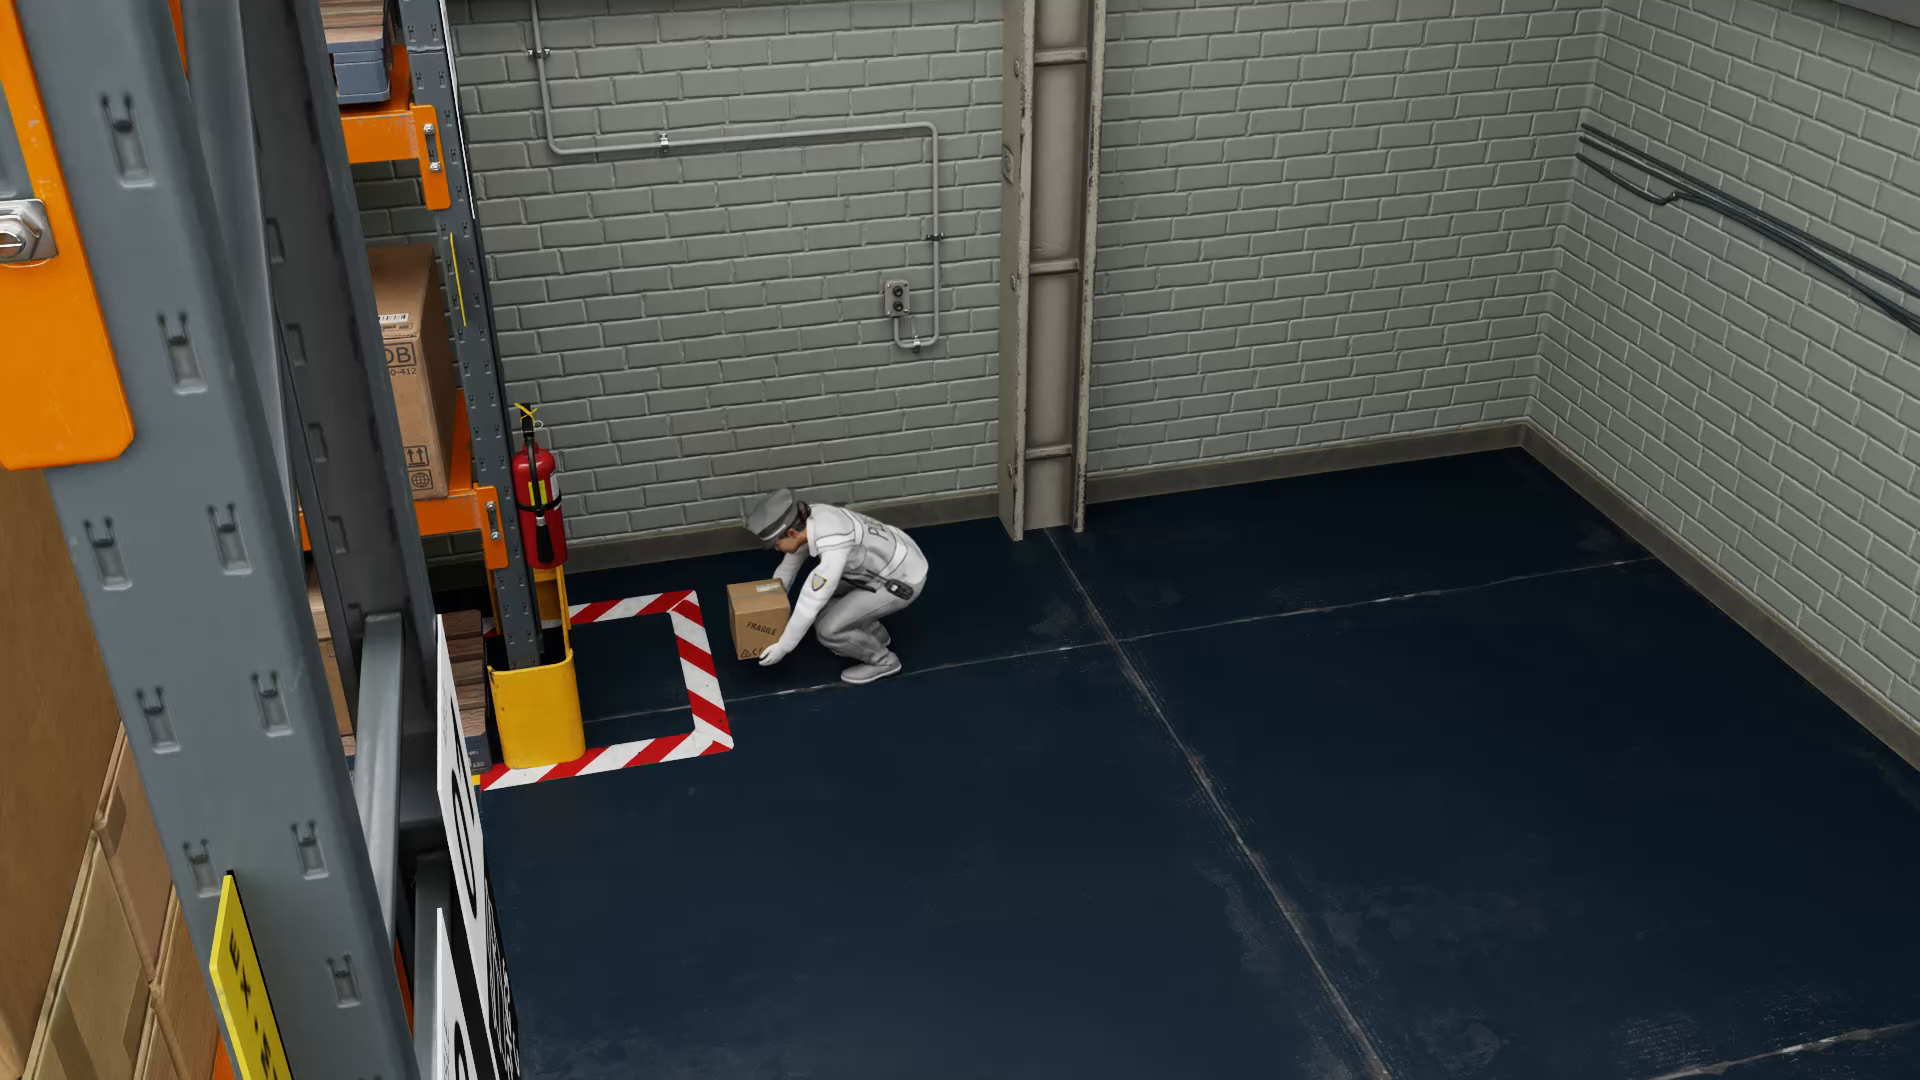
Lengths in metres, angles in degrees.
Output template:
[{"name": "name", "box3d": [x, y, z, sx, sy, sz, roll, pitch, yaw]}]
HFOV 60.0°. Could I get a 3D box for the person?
[{"name": "person", "box3d": [-0.549, 0.179, 7.506, 0.822, 0.982, 0.491, -8, 31, -13]}]
